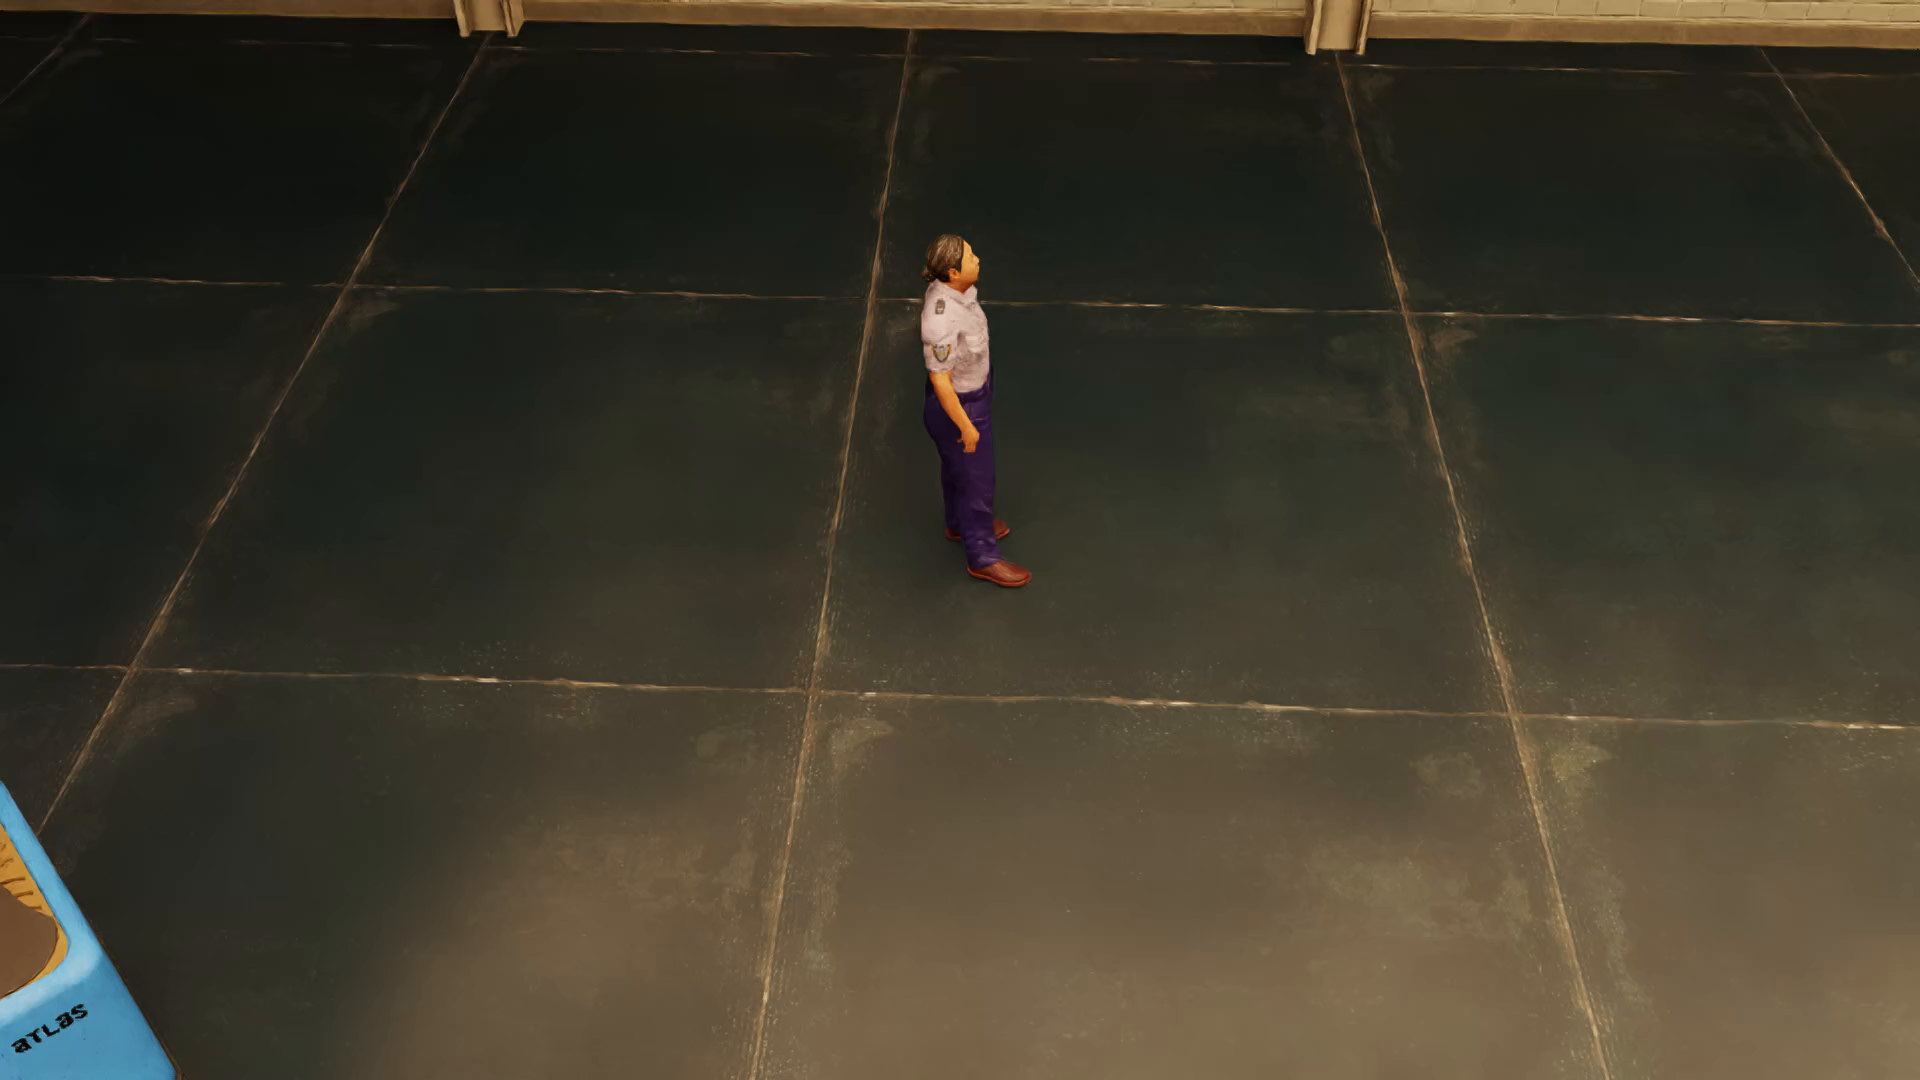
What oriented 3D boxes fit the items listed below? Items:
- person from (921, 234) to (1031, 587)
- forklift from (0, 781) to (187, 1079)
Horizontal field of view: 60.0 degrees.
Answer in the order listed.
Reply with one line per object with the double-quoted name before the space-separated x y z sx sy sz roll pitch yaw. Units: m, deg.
"person" 0.089 -0.596 7.336 0.502 1.650 0.599 2 42 2
"forklift" -4.009 1.369 4.242 3.031 2.935 1.130 -31 51 -29
